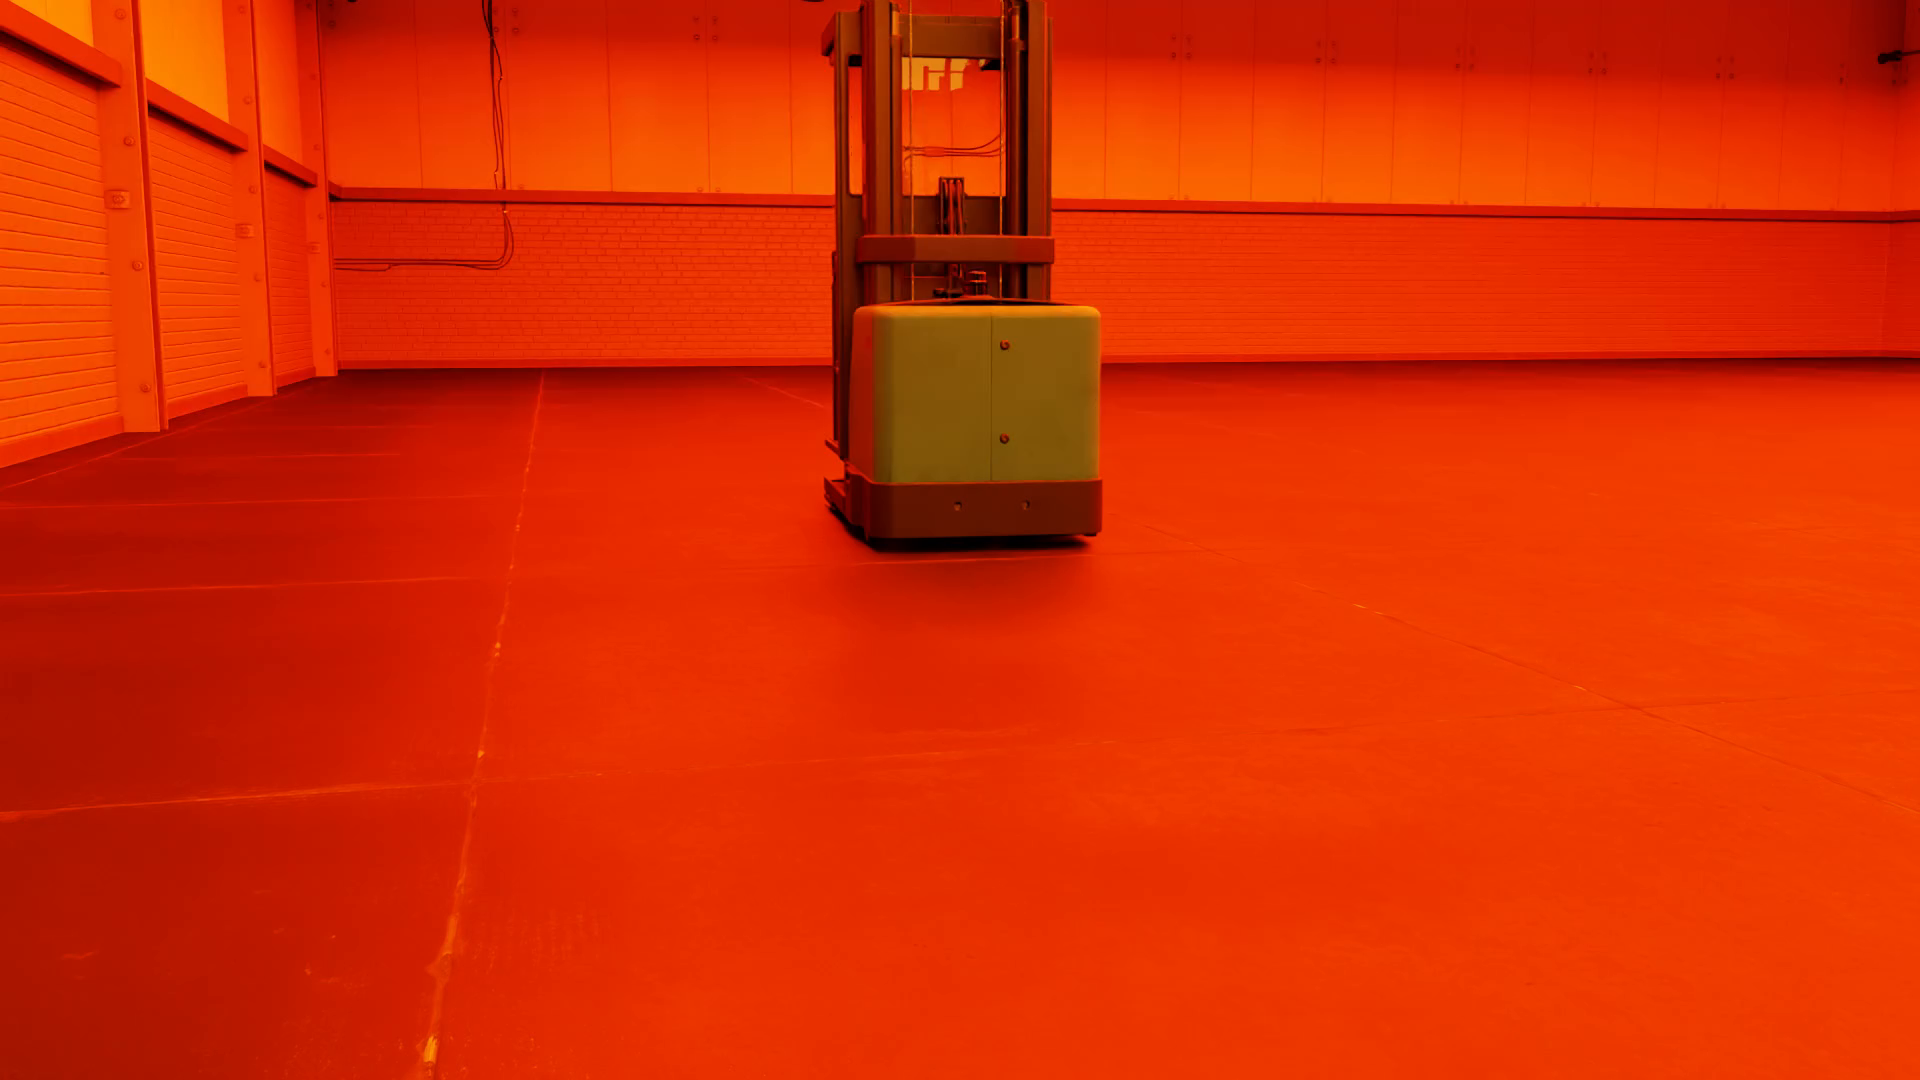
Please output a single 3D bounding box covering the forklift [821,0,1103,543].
[{"bbox_3d":[-0.125,-1.604,8.589,1.130,2.935,3.031,-1,8,-10],"label":"forklift"}]
